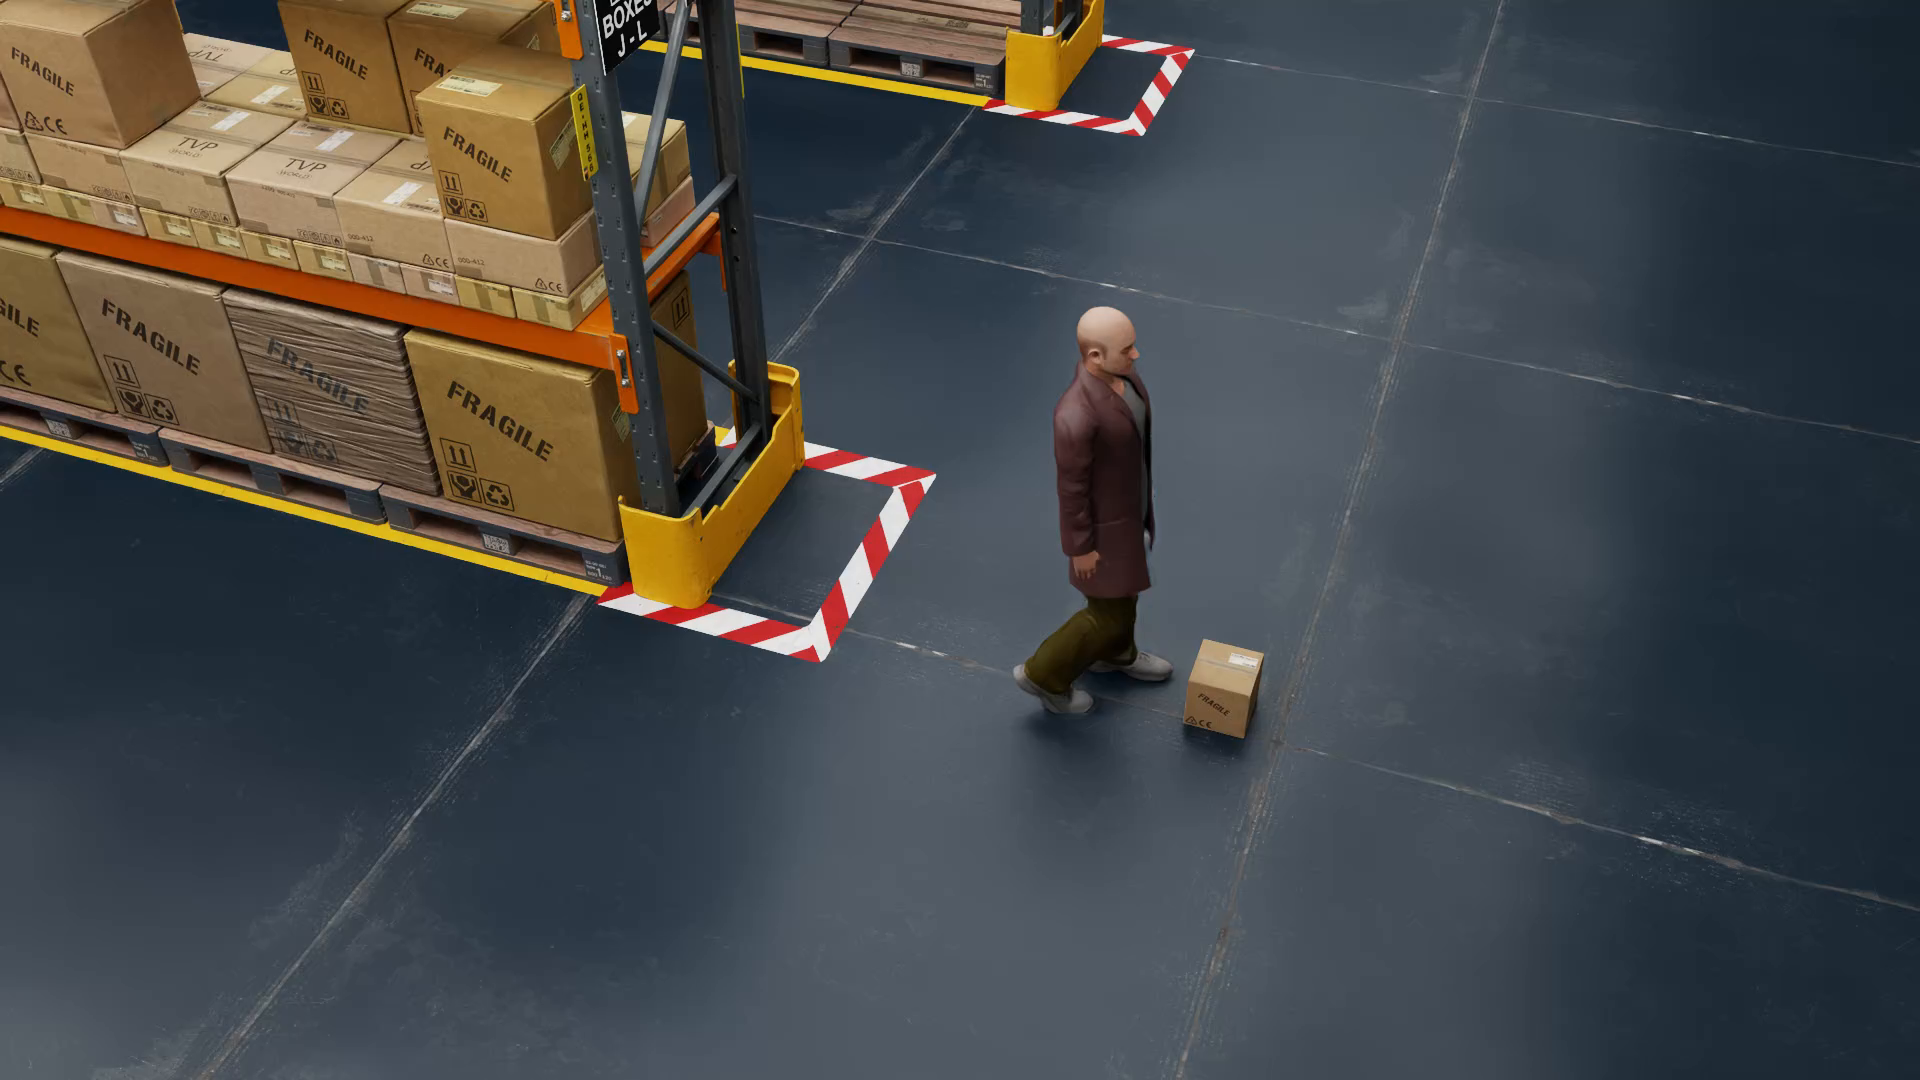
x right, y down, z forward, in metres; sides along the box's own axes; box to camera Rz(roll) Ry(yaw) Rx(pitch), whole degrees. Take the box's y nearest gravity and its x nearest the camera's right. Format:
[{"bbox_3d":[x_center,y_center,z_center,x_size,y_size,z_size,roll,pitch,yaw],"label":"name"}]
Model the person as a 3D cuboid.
[{"bbox_3d":[0.572,-0.099,6.297,0.580,1.806,0.625,14,43,15],"label":"person"}]
